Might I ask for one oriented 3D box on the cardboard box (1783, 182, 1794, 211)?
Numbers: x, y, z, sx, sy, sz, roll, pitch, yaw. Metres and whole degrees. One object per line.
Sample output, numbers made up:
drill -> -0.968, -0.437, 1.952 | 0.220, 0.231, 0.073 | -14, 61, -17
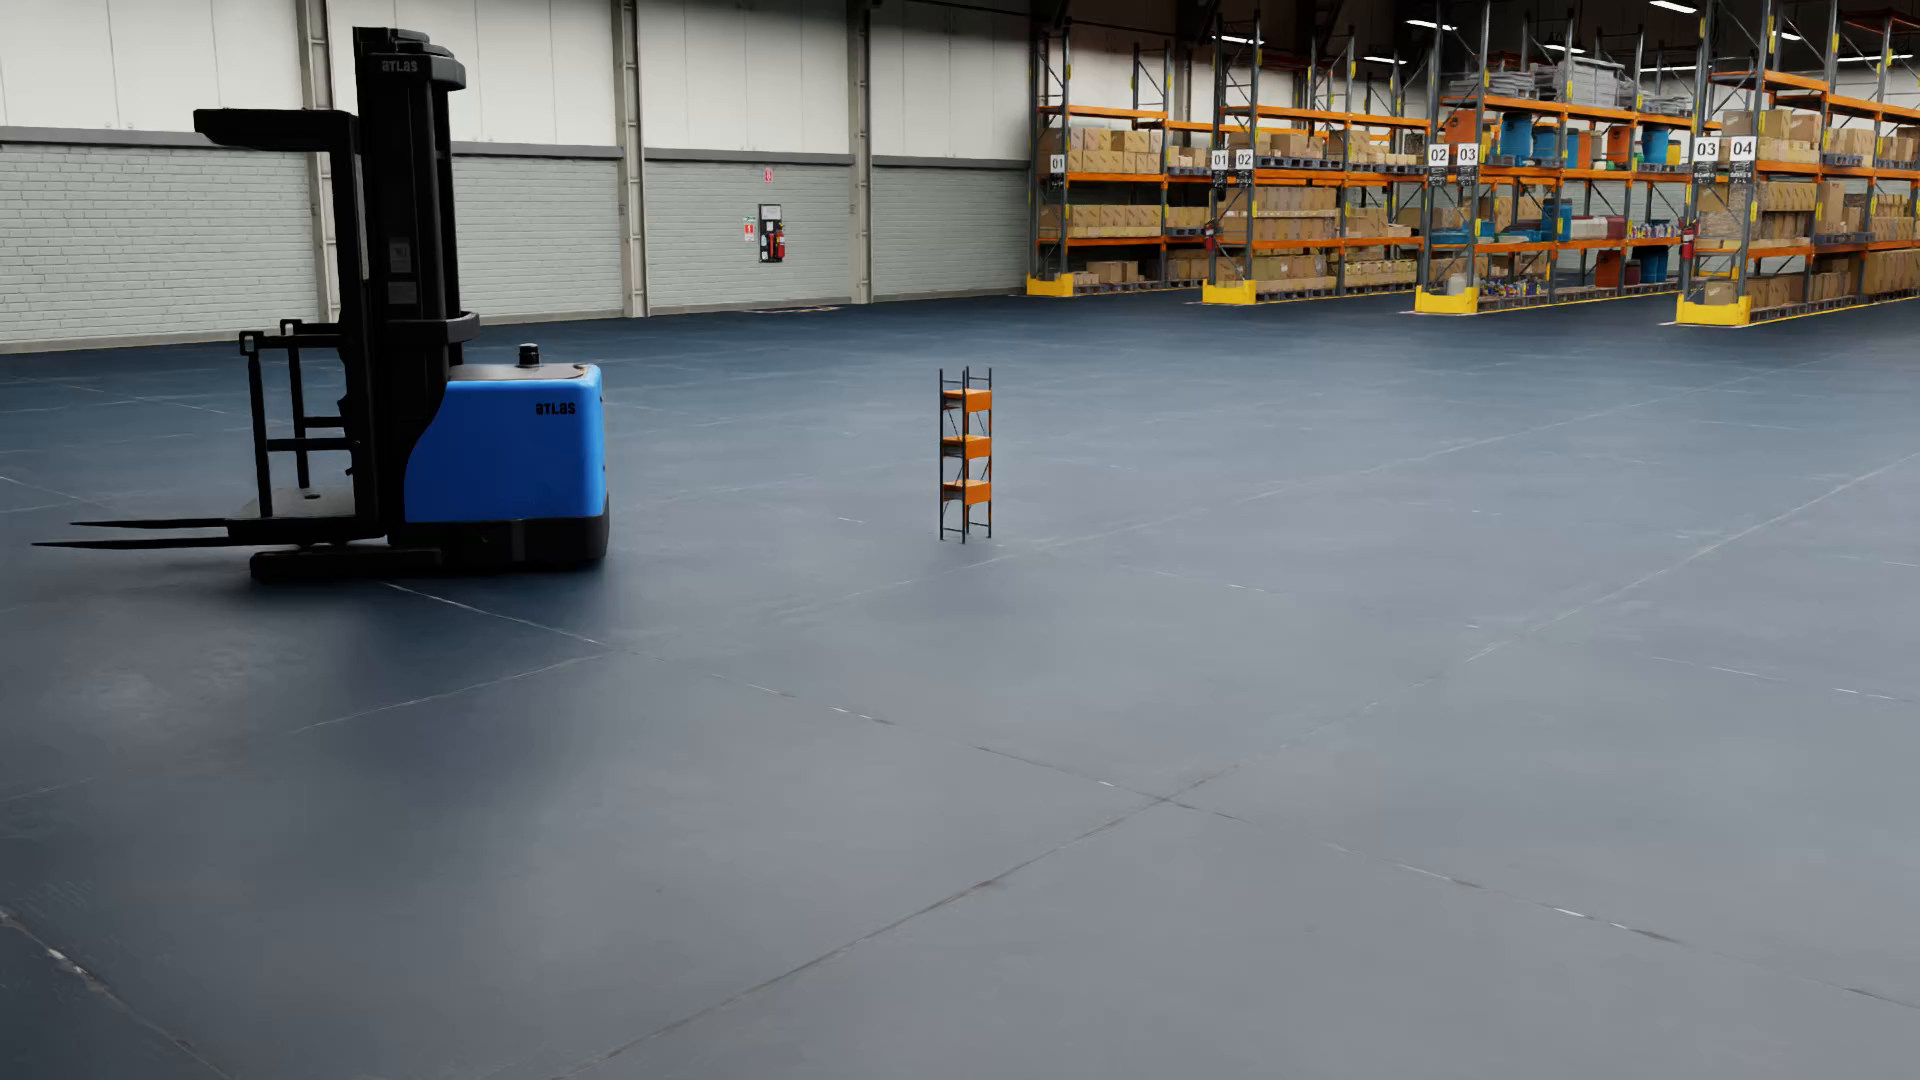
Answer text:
cardboard box -> 14.773, -6.232, 30.186 | 0.500, 0.500, 0.500 | 10, 15, 40

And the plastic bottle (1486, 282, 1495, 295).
plastic bottle -> 11.014, -5.218, 34.510 | 0.152, 0.276, 0.135 | 10, 15, 40

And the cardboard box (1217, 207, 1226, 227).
cardboard box -> 6.683, -8.487, 43.666 | 0.700, 0.500, 0.500 | 8, 14, 35

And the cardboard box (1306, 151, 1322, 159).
cardboard box -> 7.827, -8.559, 36.961 | 0.380, 0.149, 0.250 | 10, 15, 40

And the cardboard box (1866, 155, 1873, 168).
cardboard box -> 18.367, -7.753, 34.094 | 0.500, 0.250, 0.500 | 10, 15, 40

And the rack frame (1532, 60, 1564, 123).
rack frame -> 16.339, -11.857, 46.602 | 1.000, 3.000, 0.127 | 10, 15, 40

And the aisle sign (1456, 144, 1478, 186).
aisle sign -> 9.668, -7.147, 31.698 | 0.394, 0.787, 0.004 | 10, 15, 40

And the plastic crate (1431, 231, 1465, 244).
plastic crate -> 9.601, -5.960, 32.772 | 0.499, 0.251, 0.616 | 10, 15, 40

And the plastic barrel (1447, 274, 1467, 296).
plastic barrel -> 9.872, -5.013, 32.932 | 0.421, 0.512, 0.421 | 0, 11, 0

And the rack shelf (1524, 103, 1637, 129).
rack shelf -> 13.456, -9.196, 36.137 | 1.077, 0.370, 4.000 | 10, 15, 40

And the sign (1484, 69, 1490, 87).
sign -> 9.906, -8.688, 31.268 | 0.100, 0.325, 0.005 | 10, 15, 40

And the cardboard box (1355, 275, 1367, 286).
cardboard box -> 9.208, -6.110, 39.091 | 0.500, 0.250, 0.500 | 10, 15, 42

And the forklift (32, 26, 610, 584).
forklift -> -3.574, -1.313, 9.299 | 3.031, 2.935, 1.130 | -2, 11, -10

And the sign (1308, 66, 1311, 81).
sign -> 8.002, -10.657, 38.006 | 0.100, 0.325, 0.005 | 10, 15, 40

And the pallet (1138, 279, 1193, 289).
pallet -> 5.207, -6.537, 42.402 | 1.003, 0.211, 1.213 | 10, 15, 40

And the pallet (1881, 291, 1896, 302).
pallet -> 19.879, -5.375, 36.581 | 1.003, 0.211, 1.213 | 10, 15, 40

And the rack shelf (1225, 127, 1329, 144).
rack shelf -> 8.655, -11.066, 45.496 | 1.077, 0.370, 4.000 | 10, 15, 40

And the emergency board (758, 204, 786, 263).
emergency board -> -3.755, -6.175, 33.468 | 0.194, 1.169, 0.643 | 10, 15, 40

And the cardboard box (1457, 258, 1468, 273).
cardboard box -> 12.924, -7.062, 43.168 | 0.500, 0.500, 0.500 | 10, 15, 41

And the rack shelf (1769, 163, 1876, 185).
rack shelf -> 17.177, -7.281, 33.185 | 1.077, 0.370, 4.000 | 10, 15, 40

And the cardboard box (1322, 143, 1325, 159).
cardboard box -> 10.656, -11.056, 47.388 | 0.500, 0.500, 0.500 | 10, 15, 40

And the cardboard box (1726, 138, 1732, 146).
cardboard box -> 13.425, -6.977, 29.193 | 0.380, 0.149, 0.250 | 9, 14, 39

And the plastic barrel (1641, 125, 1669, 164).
plastic barrel -> 16.405, -9.338, 39.294 | 0.600, 0.901, 0.708 | 10, 15, 40

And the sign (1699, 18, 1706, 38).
sign -> 12.812, -8.832, 28.668 | 0.100, 0.325, 0.005 | 10, 15, 40

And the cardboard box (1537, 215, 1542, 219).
cardboard box -> 15.908, -8.787, 46.290 | 0.500, 0.500, 0.500 | 10, 15, 41

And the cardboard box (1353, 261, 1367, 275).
cardboard box -> 9.212, -6.384, 39.032 | 0.500, 0.311, 0.500 | 10, 15, 40

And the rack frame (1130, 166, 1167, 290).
rack frame -> 4.694, -7.790, 41.554 | 1.000, 3.000, 0.127 | 10, 15, 40

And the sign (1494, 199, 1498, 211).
sign -> 14.118, -8.824, 43.774 | 0.100, 0.325, 0.005 | 10, 15, 40

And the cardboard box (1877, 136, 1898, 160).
cardboard box -> 19.829, -8.488, 36.055 | 0.797, 0.503, 0.637 | 10, 15, 40

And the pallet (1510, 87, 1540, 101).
pallet -> 10.807, -8.857, 33.083 | 1.003, 0.211, 1.213 | 10, 15, 40

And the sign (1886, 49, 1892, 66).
sign -> 18.911, -9.827, 33.851 | 0.100, 0.325, 0.005 | 10, 15, 40

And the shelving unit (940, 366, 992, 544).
shelving unit -> 0.035, -0.523, 10.148 | 0.215, 1.050, 0.252 | 10, 15, 40

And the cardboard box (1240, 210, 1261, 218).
cardboard box -> 6.198, -6.958, 35.480 | 0.380, 0.149, 0.250 | 10, 15, 40

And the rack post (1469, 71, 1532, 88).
rack post -> 10.751, -9.114, 33.062 | 0.937, 0.300, 0.954 | 9, 15, 39

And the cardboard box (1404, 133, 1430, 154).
cardboard box -> 11.351, -9.812, 41.213 | 0.500, 0.500, 0.500 | 10, 15, 40

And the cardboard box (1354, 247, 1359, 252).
cardboard box -> 11.661, -8.671, 49.618 | 0.380, 0.149, 0.250 | 10, 15, 41

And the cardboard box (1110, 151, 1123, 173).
cardboard box -> 3.521, -8.981, 39.553 | 0.500, 0.500, 0.500 | 11, 16, 44

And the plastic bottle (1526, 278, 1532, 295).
plastic bottle -> 11.801, -5.265, 34.555 | 0.144, 0.351, 0.185 | 9, 14, 38

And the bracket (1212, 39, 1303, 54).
bracket -> 8.068, -13.400, 45.137 | 0.076, 0.066, 4.783 | 10, 15, 40

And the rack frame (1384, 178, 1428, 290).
rack frame -> 11.058, -7.738, 41.297 | 1.000, 3.000, 0.127 | 10, 15, 40

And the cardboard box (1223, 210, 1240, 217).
cardboard box -> 5.886, -7.009, 35.736 | 0.380, 0.149, 0.250 | 9, 15, 39

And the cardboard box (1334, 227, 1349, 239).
cardboard box -> 8.710, -7.154, 38.756 | 0.500, 0.250, 0.500 | 11, 16, 44

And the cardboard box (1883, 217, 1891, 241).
cardboard box -> 19.696, -6.694, 35.815 | 0.500, 0.500, 0.500 | 9, 15, 39

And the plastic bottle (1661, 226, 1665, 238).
plastic bottle -> 16.825, -7.397, 39.906 | 0.152, 0.276, 0.135 | 10, 15, 40

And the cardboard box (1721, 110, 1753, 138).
cardboard box -> 14.049, -7.452, 29.913 | 0.500, 0.500, 0.500 | 10, 15, 40

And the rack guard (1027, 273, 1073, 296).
rack guard -> 2.104, -5.987, 38.909 | 1.175, 0.500, 0.348 | 10, 15, 40

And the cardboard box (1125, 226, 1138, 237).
cardboard box -> 3.953, -7.469, 40.280 | 0.500, 0.250, 0.500 | 10, 15, 40

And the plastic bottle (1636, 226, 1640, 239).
plastic bottle -> 15.733, -7.144, 38.619 | 0.061, 0.283, 0.133 | 10, 15, 40

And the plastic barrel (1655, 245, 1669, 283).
plastic barrel -> 17.045, -6.785, 40.809 | 0.600, 0.901, 0.708 | 10, 15, 40

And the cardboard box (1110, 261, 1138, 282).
cardboard box -> 4.039, -6.622, 40.966 | 0.500, 0.500, 0.500 | 8, 14, 36

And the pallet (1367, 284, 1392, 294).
pallet -> 9.680, -6.076, 40.094 | 1.003, 0.211, 1.213 | 10, 15, 40

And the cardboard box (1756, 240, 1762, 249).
cardboard box -> 13.939, -5.237, 29.415 | 0.380, 0.149, 0.250 | 10, 15, 40
